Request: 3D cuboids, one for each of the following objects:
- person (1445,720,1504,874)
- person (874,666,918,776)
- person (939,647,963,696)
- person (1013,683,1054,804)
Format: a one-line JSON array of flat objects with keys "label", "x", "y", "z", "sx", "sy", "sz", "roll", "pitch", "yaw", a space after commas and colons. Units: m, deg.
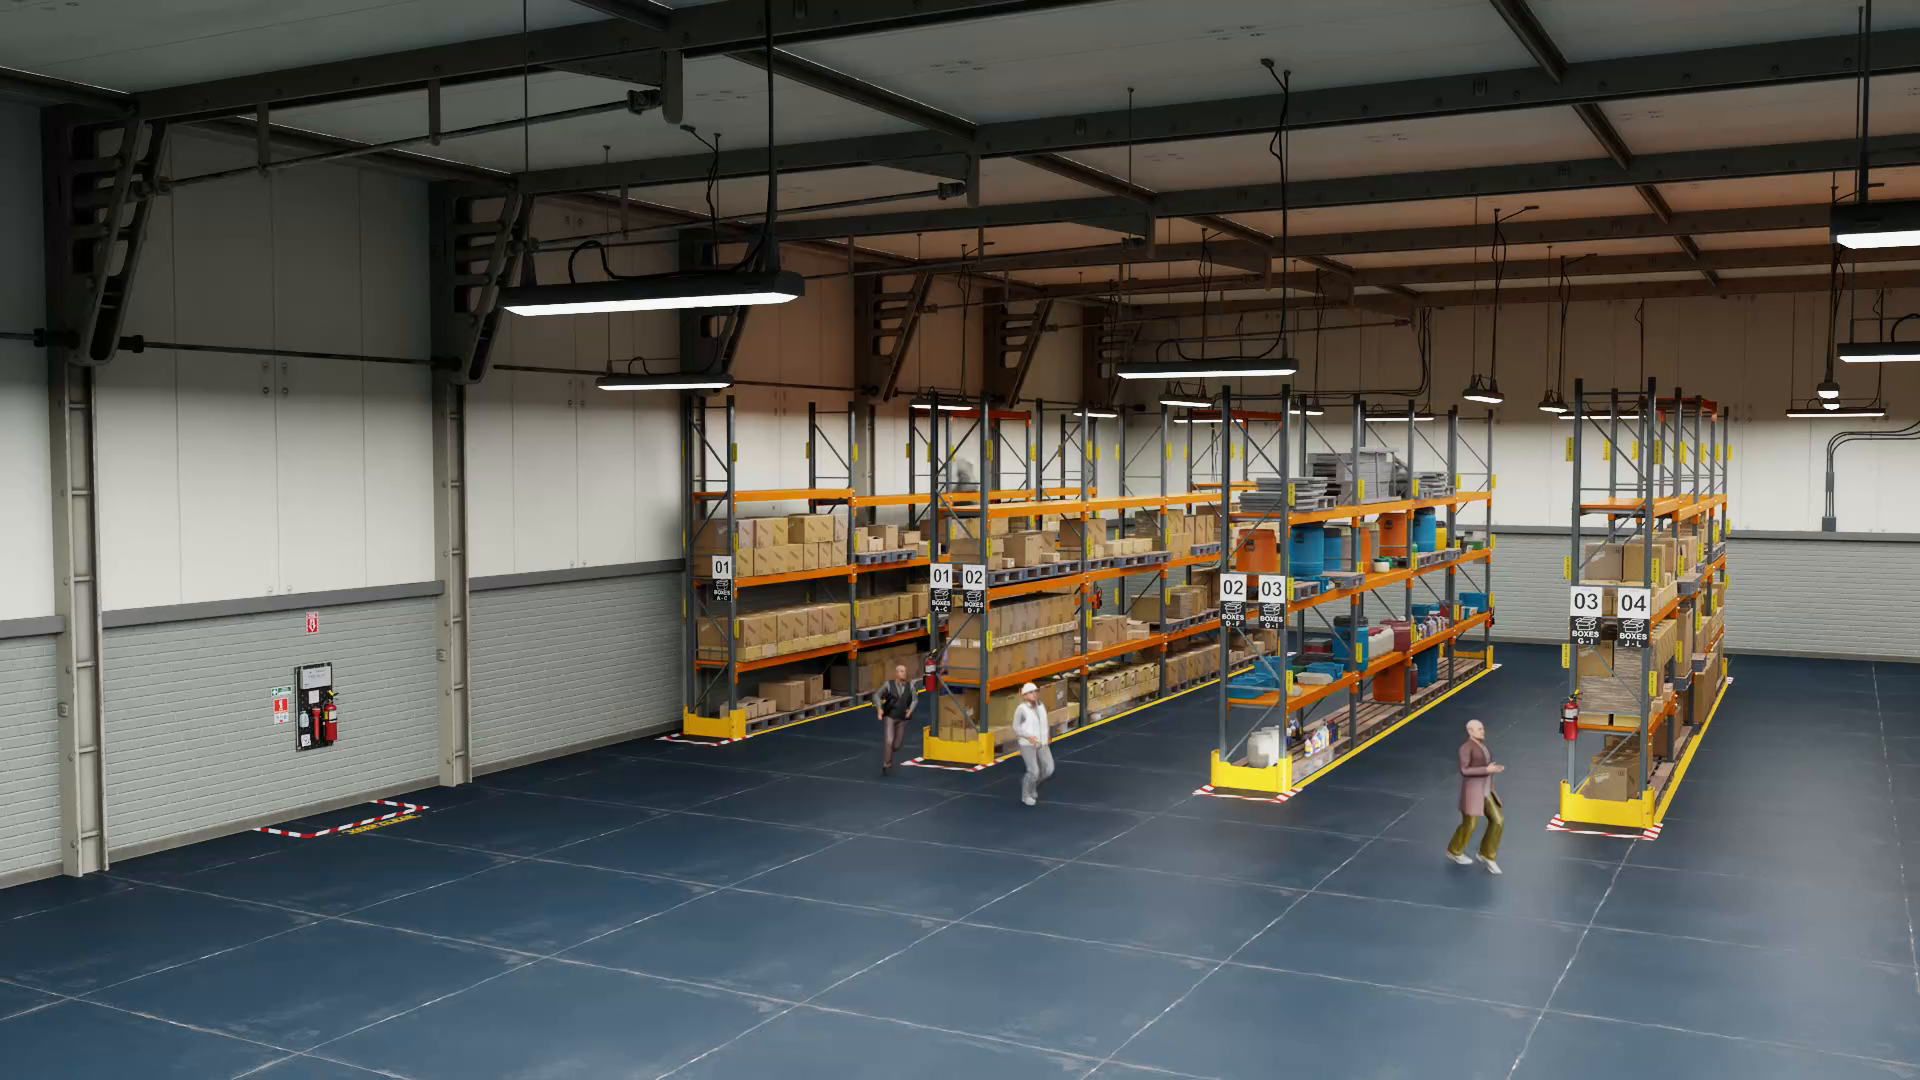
[{"label": "person", "x": 6.185, "y": 3.071, "z": 19.887, "sx": 0.685, "sy": 1.844, "sz": 0.793, "roll": -2, "pitch": 4, "yaw": -38}, {"label": "person", "x": -0.998, "y": 2.811, "z": 26.085, "sx": 0.704, "sy": 1.697, "sz": 0.738, "roll": -1, "pitch": 3, "yaw": -14}, {"label": "person", "x": -0.141, "y": 2.569, "z": 30.929, "sx": 0.606, "sy": 1.600, "sz": 0.556, "roll": 1, "pitch": 3, "yaw": 17}, {"label": "person", "x": 1.070, "y": 2.893, "z": 23.628, "sx": 0.671, "sy": 1.732, "sz": 0.522, "roll": -2, "pitch": 4, "yaw": -35}]
